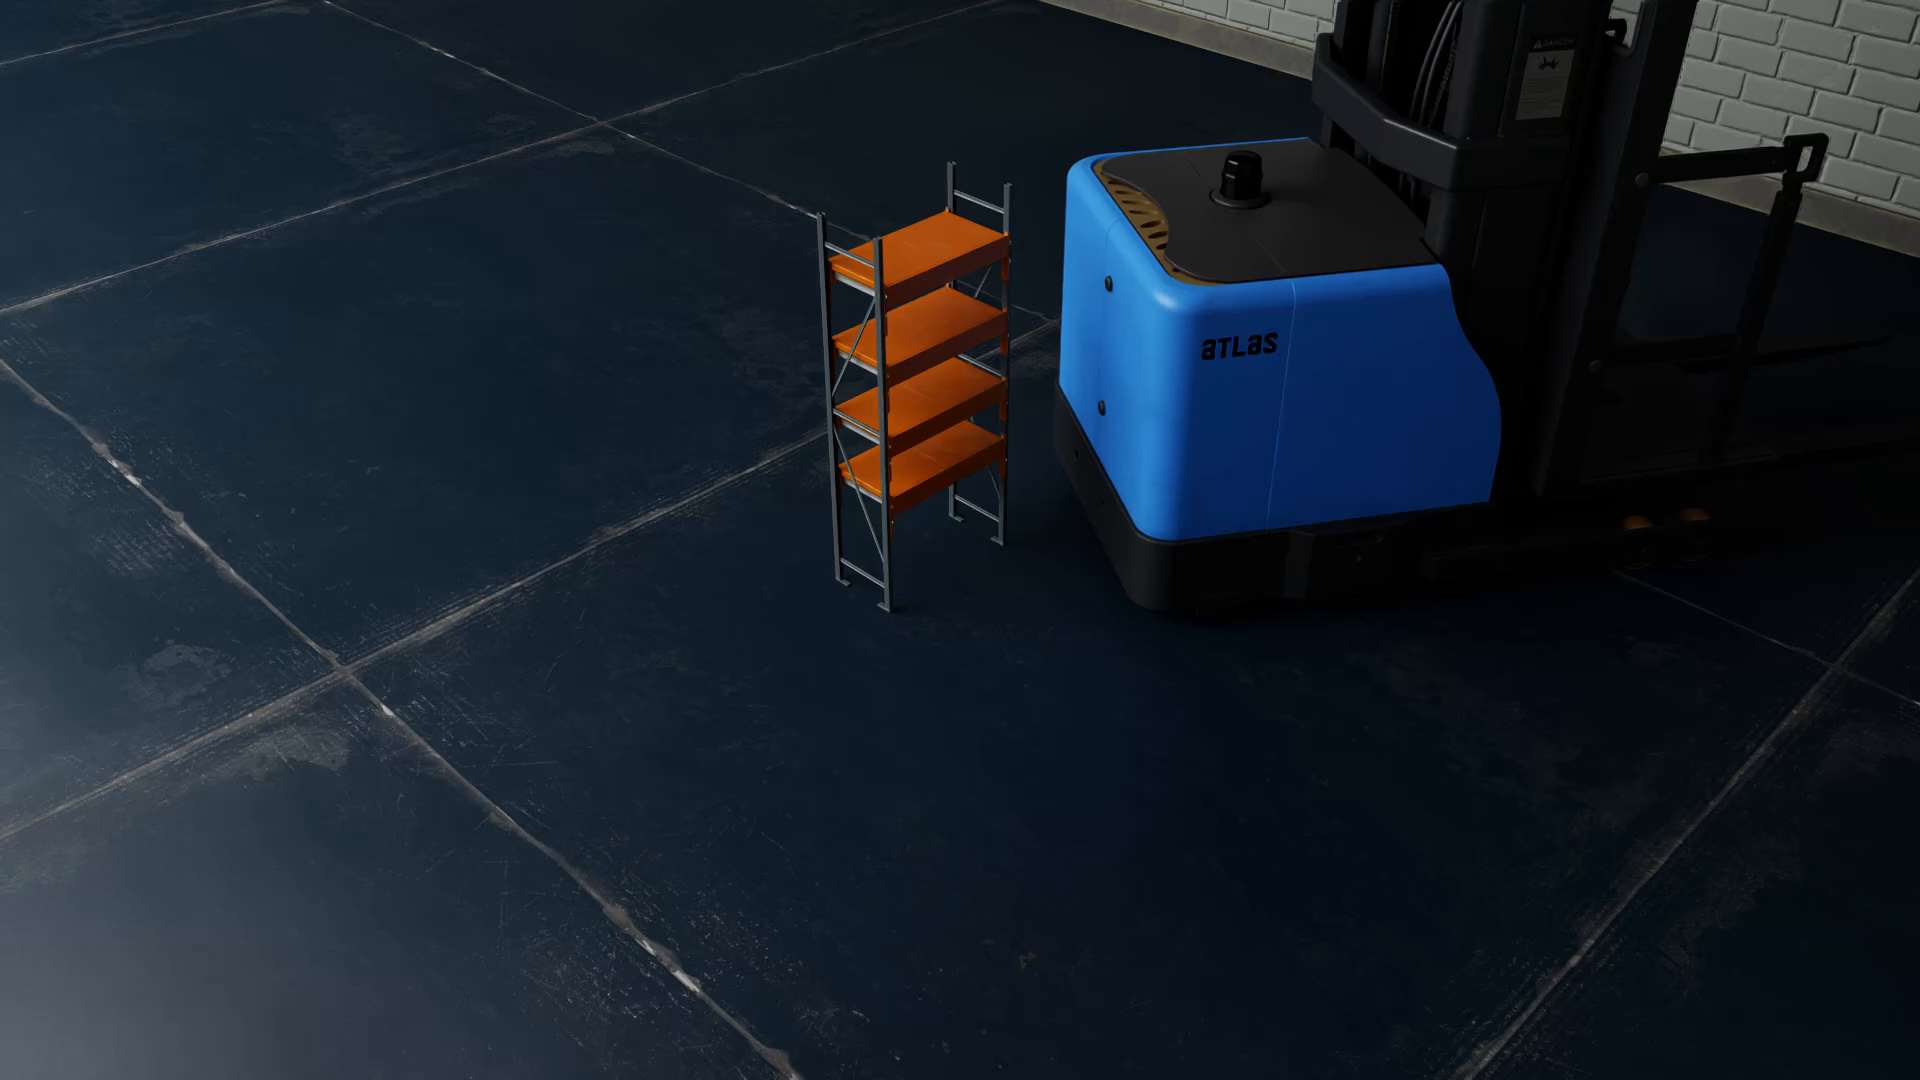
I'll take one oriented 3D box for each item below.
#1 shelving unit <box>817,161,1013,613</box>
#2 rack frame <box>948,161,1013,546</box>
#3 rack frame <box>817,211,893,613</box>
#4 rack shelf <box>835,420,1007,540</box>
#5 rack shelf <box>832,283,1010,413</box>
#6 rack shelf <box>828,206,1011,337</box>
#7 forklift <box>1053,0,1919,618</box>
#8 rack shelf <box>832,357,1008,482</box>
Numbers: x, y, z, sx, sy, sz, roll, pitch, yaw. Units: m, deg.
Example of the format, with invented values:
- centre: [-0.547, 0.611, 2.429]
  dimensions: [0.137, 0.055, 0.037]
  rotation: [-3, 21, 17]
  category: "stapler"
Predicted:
- centre: [-0.117, -0.425, 4.810]
  dimensions: [0.258, 1.200, 0.503]
  rotation: [30, 45, 35]
  category: "shelving unit"
- centre: [0.055, -0.524, 4.952]
  dimensions: [0.240, 1.200, 0.015]
  rotation: [30, 45, 35]
  category: "rack frame"
- centre: [-0.289, -0.326, 4.668]
  dimensions: [0.240, 1.200, 0.015]
  rotation: [30, 45, 35]
  category: "rack frame"
- centre: [-0.117, -0.207, 4.962]
  dimensions: [0.258, 0.148, 0.480]
  rotation: [30, 45, 35]
  category: "rack shelf"
- centre: [-0.117, -0.553, 4.721]
  dimensions: [0.258, 0.148, 0.480]
  rotation: [30, 45, 35]
  category: "rack shelf"
- centre: [-0.117, -0.747, 4.586]
  dimensions: [0.258, 0.148, 0.480]
  rotation: [30, 45, 35]
  category: "rack shelf"
- centre: [1.883, -1.400, 4.696]
  dimensions: [3.031, 2.935, 1.130]
  rotation: [-7, 36, -10]
  category: "forklift"
- centre: [-0.117, -0.370, 4.849]
  dimensions: [0.258, 0.148, 0.480]
  rotation: [30, 45, 35]
  category: "rack shelf"
